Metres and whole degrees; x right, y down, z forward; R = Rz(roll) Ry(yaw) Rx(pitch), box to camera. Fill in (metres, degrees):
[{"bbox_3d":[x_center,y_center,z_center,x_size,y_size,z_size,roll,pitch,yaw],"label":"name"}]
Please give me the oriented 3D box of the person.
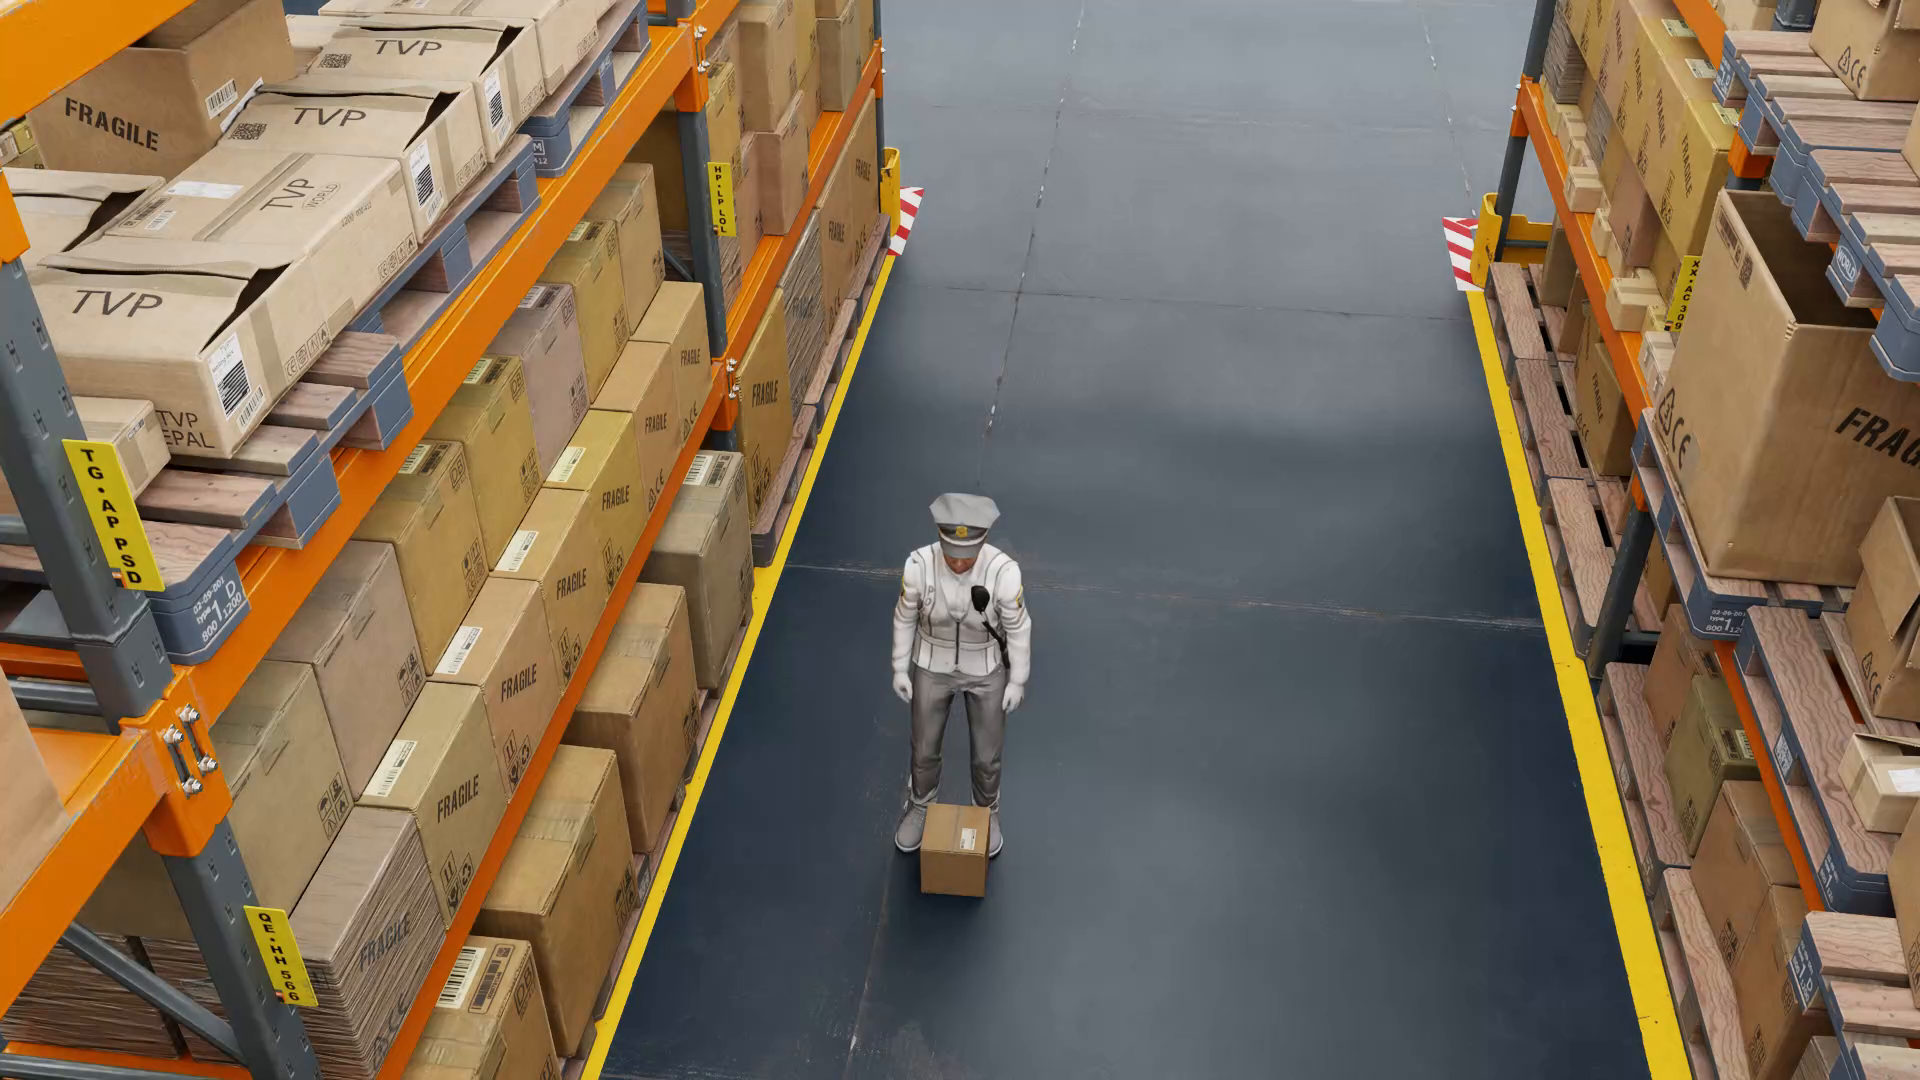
[{"bbox_3d":[0.001,0.512,6.339,0.528,1.663,0.375,4,37,6],"label":"person"}]
